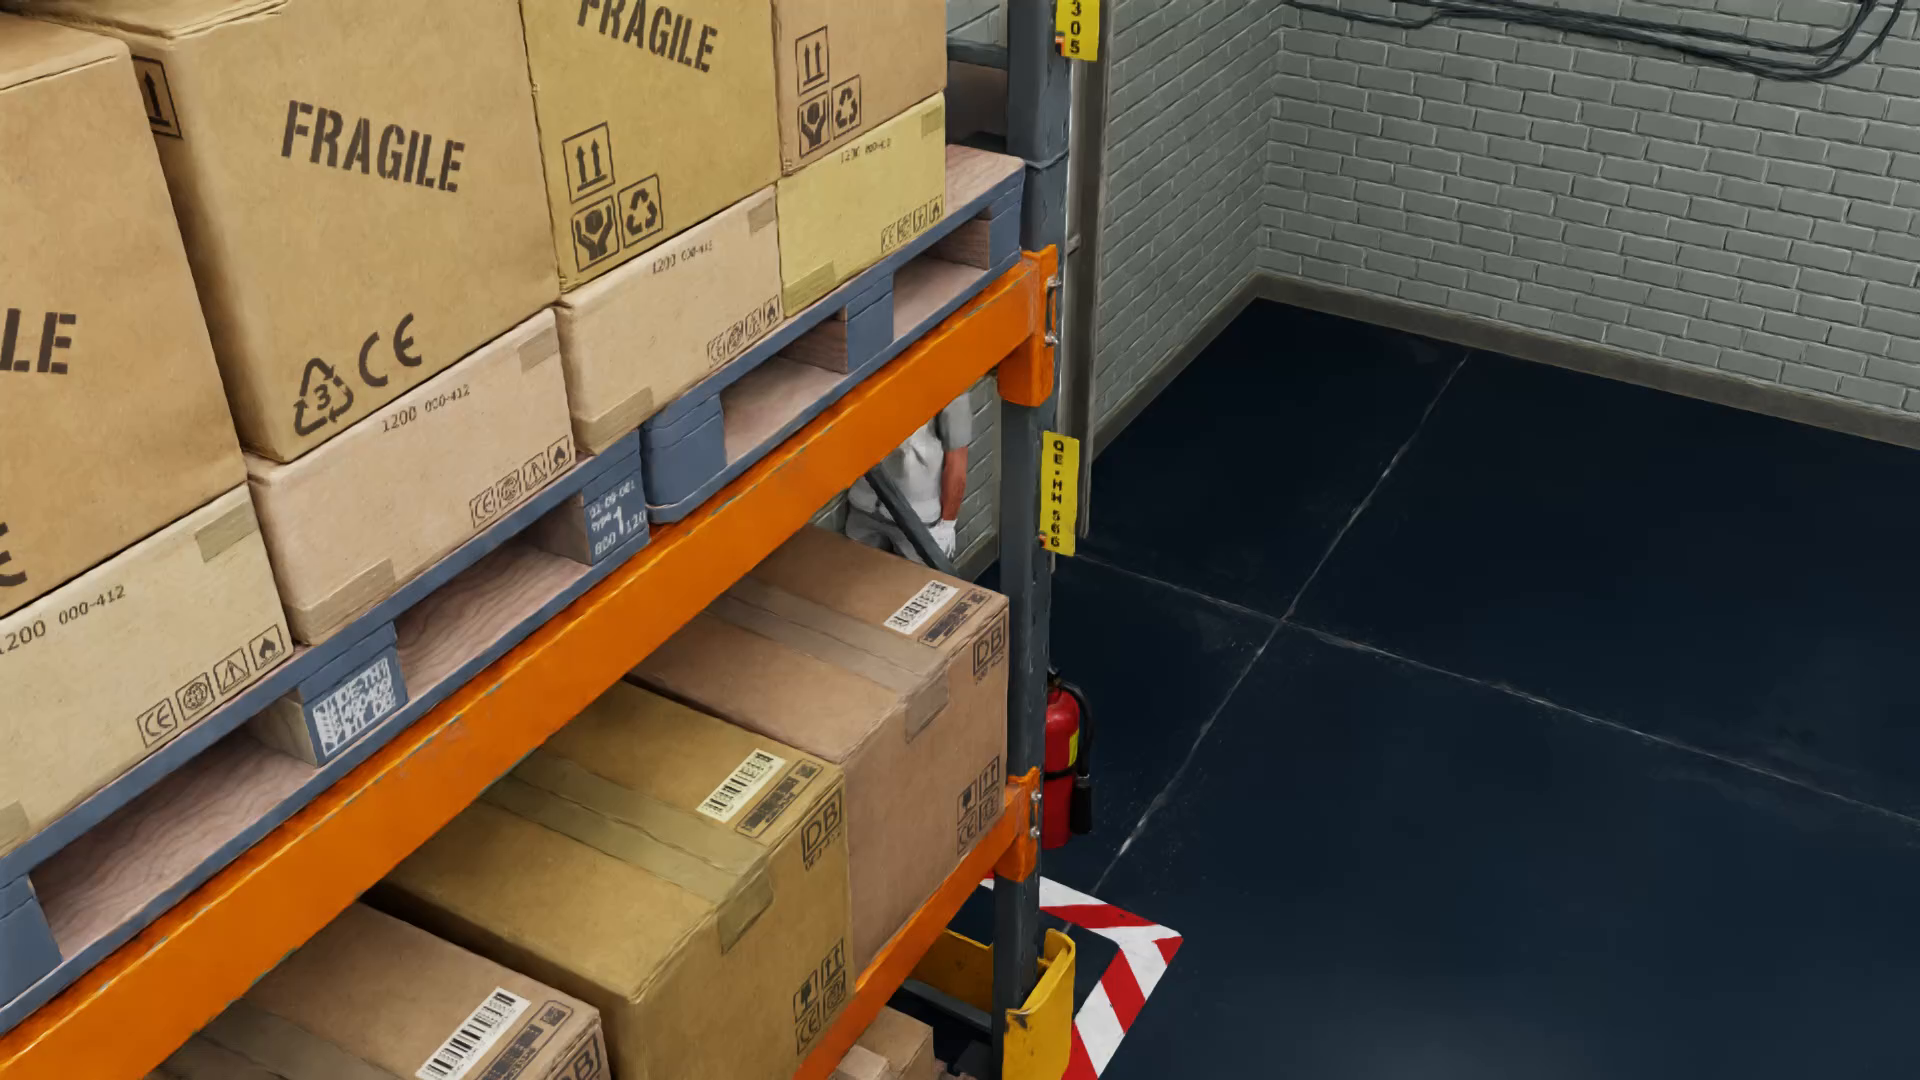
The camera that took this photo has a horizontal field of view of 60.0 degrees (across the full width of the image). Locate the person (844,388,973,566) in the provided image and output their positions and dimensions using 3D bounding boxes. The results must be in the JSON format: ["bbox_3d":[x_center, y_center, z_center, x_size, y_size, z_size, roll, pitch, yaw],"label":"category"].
[{"bbox_3d":[-0.246,-0.100,6.270,0.555,1.779,0.791,18,38,25],"label":"person"}]
